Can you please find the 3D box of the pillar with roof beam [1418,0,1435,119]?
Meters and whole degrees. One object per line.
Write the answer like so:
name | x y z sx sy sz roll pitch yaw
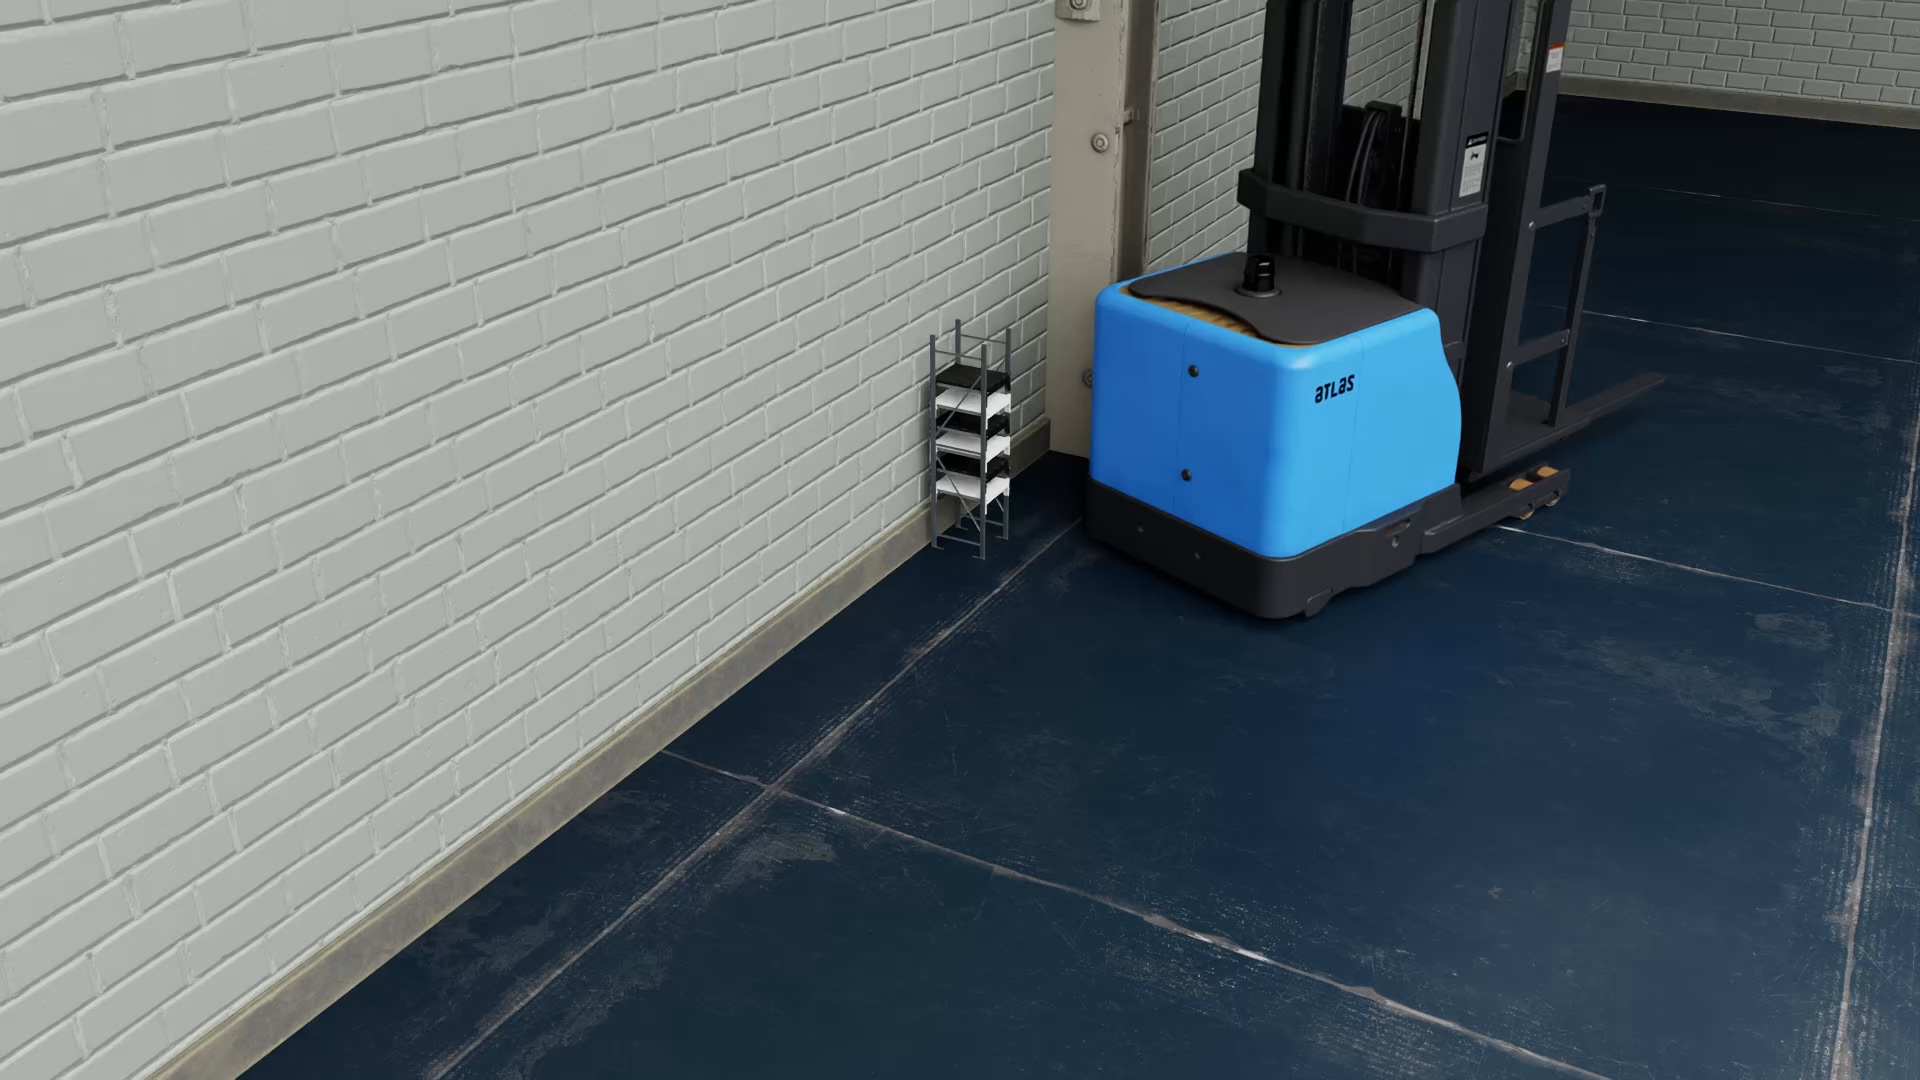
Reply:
pillar with roof beam | 7.308 -5.877 8.438 9.100 9.000 0.400 14 30 26

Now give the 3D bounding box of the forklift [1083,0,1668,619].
forklift | 1.946 -1.558 6.587 3.031 2.935 1.130 -21 33 -35

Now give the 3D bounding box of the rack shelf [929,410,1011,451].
rack shelf | 0.041 -0.440 6.497 0.258 0.077 0.200 14 30 25

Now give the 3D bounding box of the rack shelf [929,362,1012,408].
rack shelf | 0.041 -0.601 6.416 0.258 0.077 0.200 14 30 25

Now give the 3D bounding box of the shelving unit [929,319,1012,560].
shelving unit | 0.041 -0.390 6.523 0.258 0.900 0.210 14 30 25

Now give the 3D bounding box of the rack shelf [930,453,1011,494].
rack shelf | 0.040 -0.279 6.578 0.258 0.077 0.200 14 30 25

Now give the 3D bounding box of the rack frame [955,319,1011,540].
rack frame | 0.089 -0.430 6.603 0.240 0.900 0.006 14 30 25

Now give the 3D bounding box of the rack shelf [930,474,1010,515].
rack shelf | 0.040 -0.199 6.618 0.258 0.077 0.200 14 30 25

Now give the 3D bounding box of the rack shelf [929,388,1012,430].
rack shelf | 0.041 -0.521 6.457 0.258 0.077 0.200 14 30 25

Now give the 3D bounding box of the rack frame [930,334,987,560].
rack frame | -0.008 -0.350 6.442 0.240 0.900 0.006 14 30 25

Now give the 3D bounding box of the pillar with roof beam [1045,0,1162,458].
pillar with roof beam | 4.357 -3.539 3.767 9.100 9.000 0.400 14 30 26

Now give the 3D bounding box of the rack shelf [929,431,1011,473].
rack shelf | 0.041 -0.360 6.537 0.258 0.077 0.200 14 30 25
